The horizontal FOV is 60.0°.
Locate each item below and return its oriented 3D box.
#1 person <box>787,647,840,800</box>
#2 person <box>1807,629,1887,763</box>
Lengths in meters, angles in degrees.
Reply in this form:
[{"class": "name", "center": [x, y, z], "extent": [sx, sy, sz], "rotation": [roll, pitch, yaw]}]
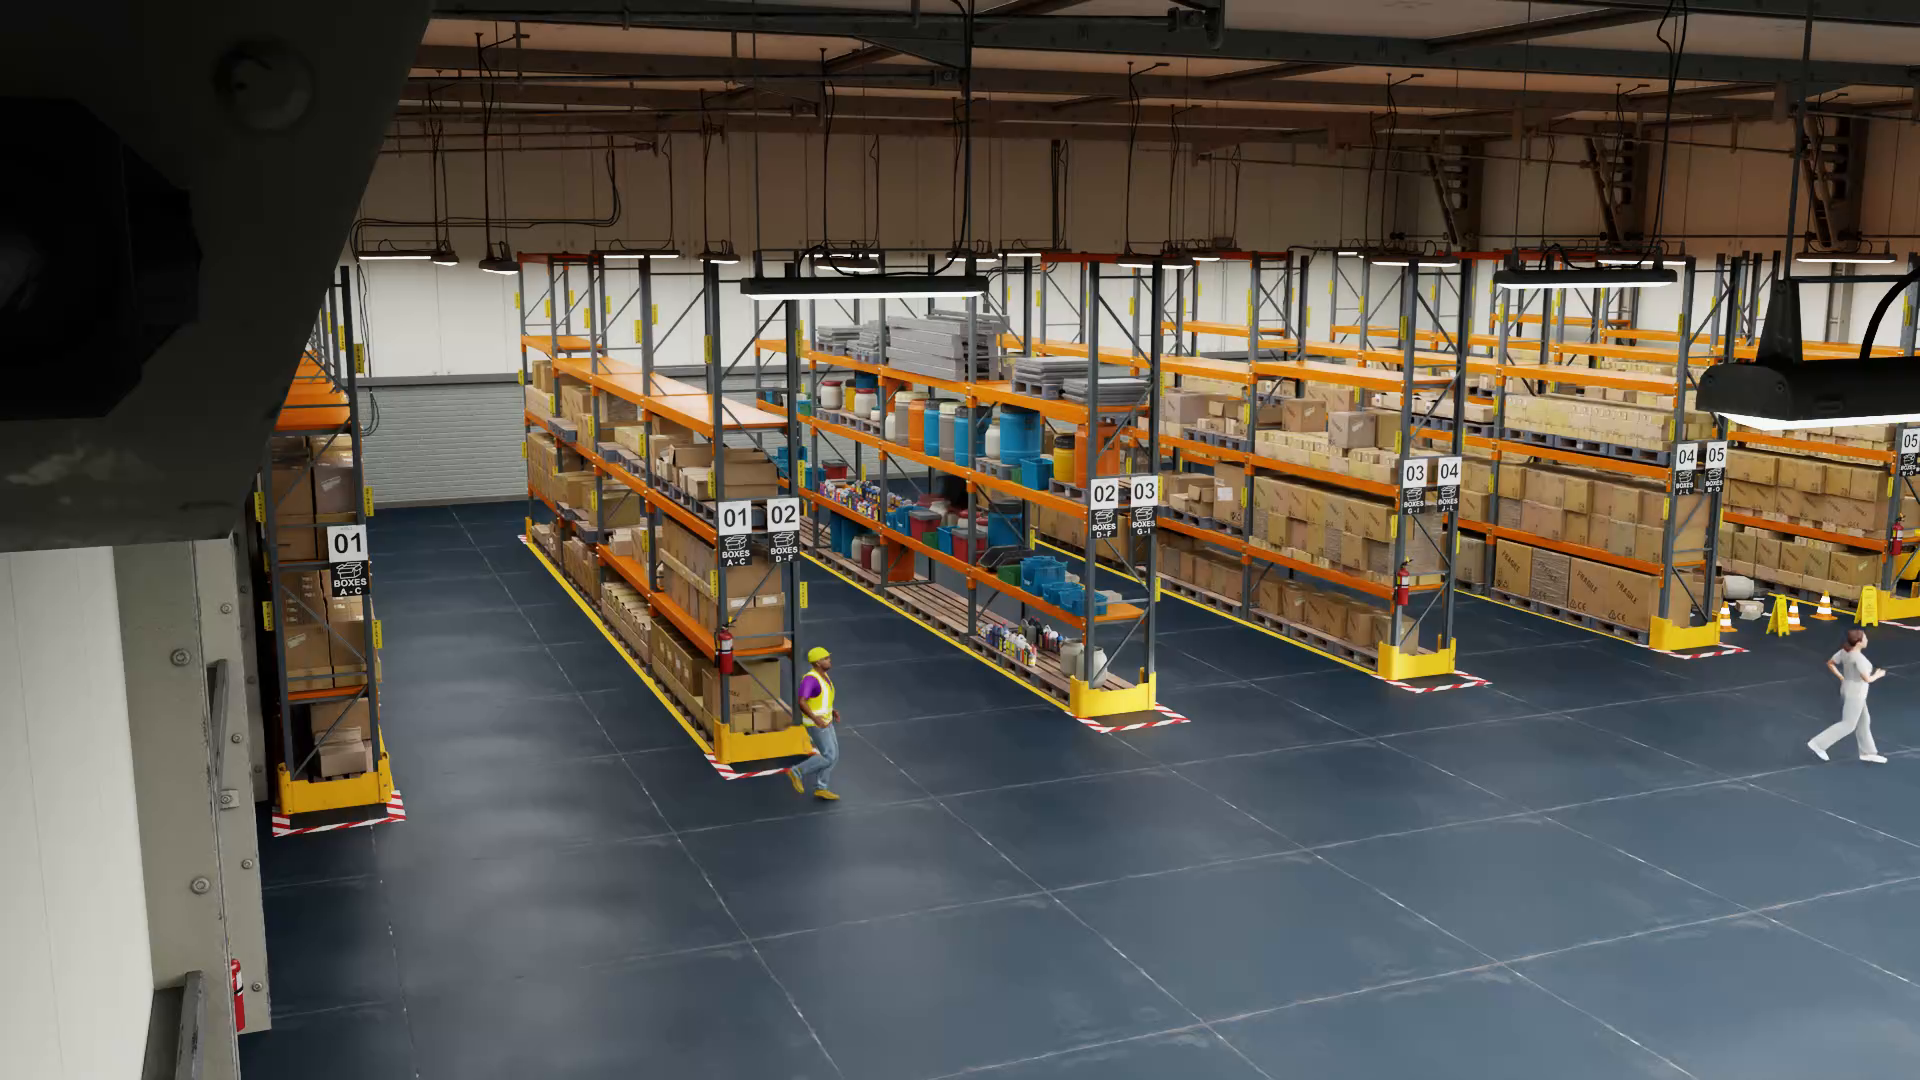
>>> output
[{"class": "person", "center": [-1.647, 2.078, 18.976], "extent": [0.589, 1.739, 0.733], "rotation": [1, 10, 7]}, {"class": "person", "center": [10.737, 1.877, 20.013], "extent": [0.970, 1.653, 0.564], "rotation": [1, 10, 6]}]
